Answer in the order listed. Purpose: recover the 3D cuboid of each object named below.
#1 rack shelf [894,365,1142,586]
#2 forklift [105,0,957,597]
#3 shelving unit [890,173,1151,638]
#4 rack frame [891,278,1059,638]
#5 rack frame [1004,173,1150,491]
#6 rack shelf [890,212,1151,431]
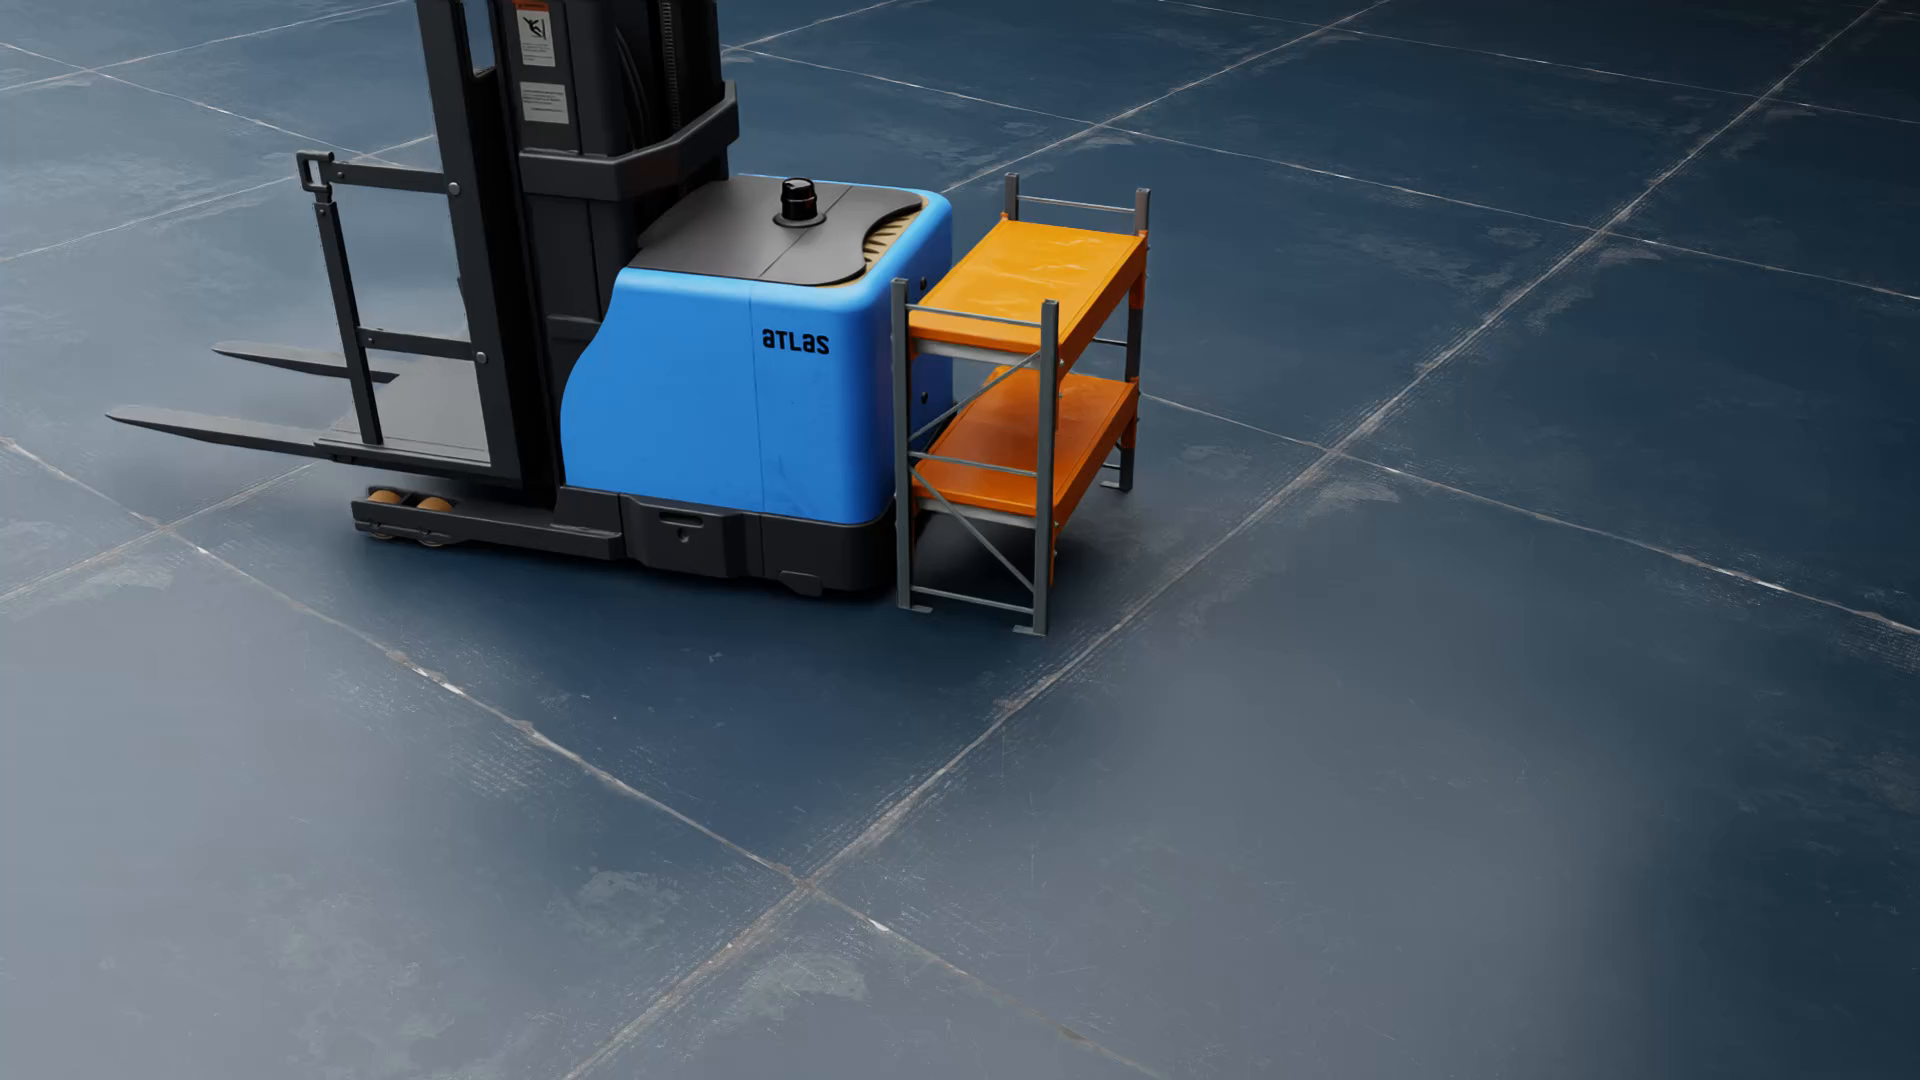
[{"bbox_3d":[0.215,-0.260,5.565,0.538,0.278,1.000,11,32,17],"label":"rack shelf"},{"bbox_3d":[-1.587,-1.486,5.383,3.031,2.935,1.130,8,32,13],"label":"forklift"},{"bbox_3d":[0.215,-0.470,5.440,0.538,1.125,1.048,11,32,17],"label":"shelving unit"},{"bbox_3d":[0.040,-0.227,5.030,0.500,1.125,0.032,11,32,17],"label":"rack frame"},{"bbox_3d":[0.390,-0.714,5.851,0.500,1.125,0.032,11,32,17],"label":"rack frame"},{"bbox_3d":[0.215,-0.722,5.291,0.538,0.278,1.000,11,32,17],"label":"rack shelf"}]
